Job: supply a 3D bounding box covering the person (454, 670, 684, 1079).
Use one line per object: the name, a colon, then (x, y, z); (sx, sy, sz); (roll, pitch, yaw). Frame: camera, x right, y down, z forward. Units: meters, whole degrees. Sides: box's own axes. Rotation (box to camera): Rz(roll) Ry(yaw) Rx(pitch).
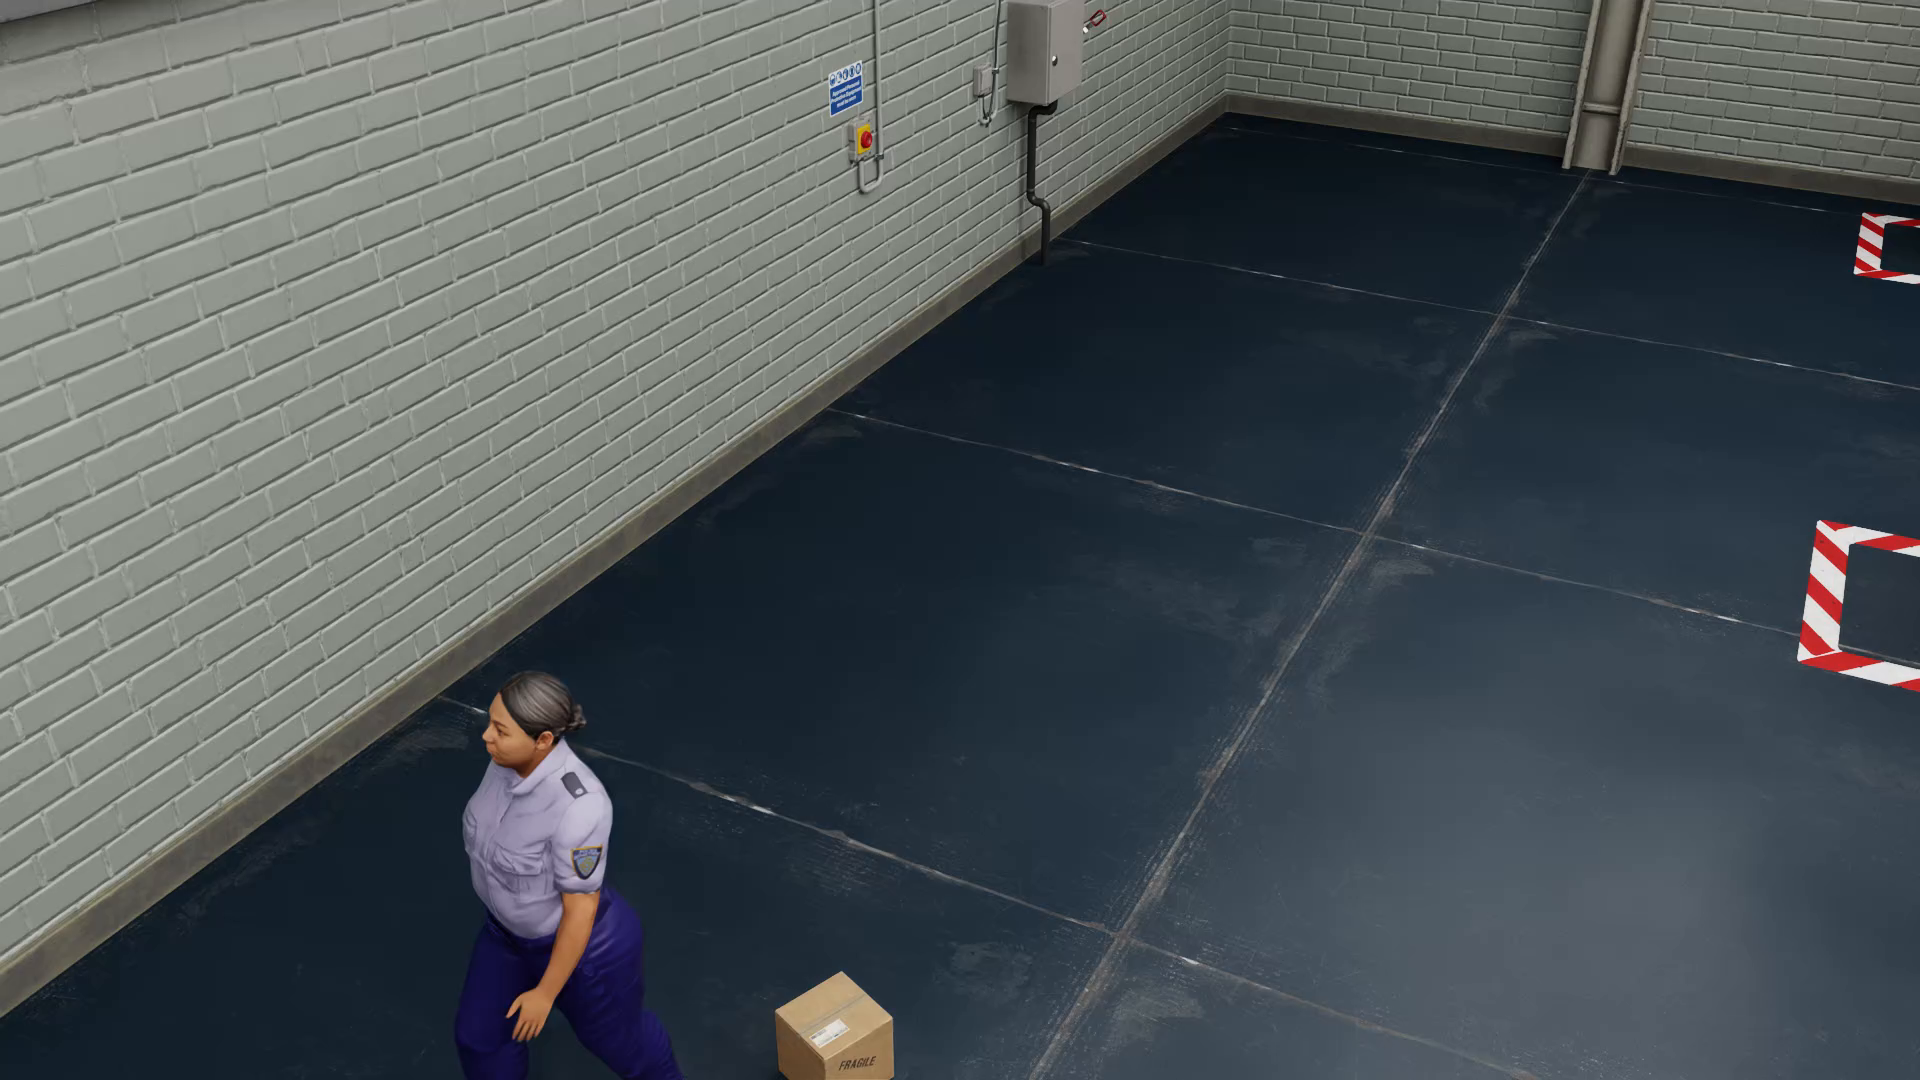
person: (-1.086, 1.078, 4.322); (0.698, 1.691, 0.484); (-25, 39, -36)
